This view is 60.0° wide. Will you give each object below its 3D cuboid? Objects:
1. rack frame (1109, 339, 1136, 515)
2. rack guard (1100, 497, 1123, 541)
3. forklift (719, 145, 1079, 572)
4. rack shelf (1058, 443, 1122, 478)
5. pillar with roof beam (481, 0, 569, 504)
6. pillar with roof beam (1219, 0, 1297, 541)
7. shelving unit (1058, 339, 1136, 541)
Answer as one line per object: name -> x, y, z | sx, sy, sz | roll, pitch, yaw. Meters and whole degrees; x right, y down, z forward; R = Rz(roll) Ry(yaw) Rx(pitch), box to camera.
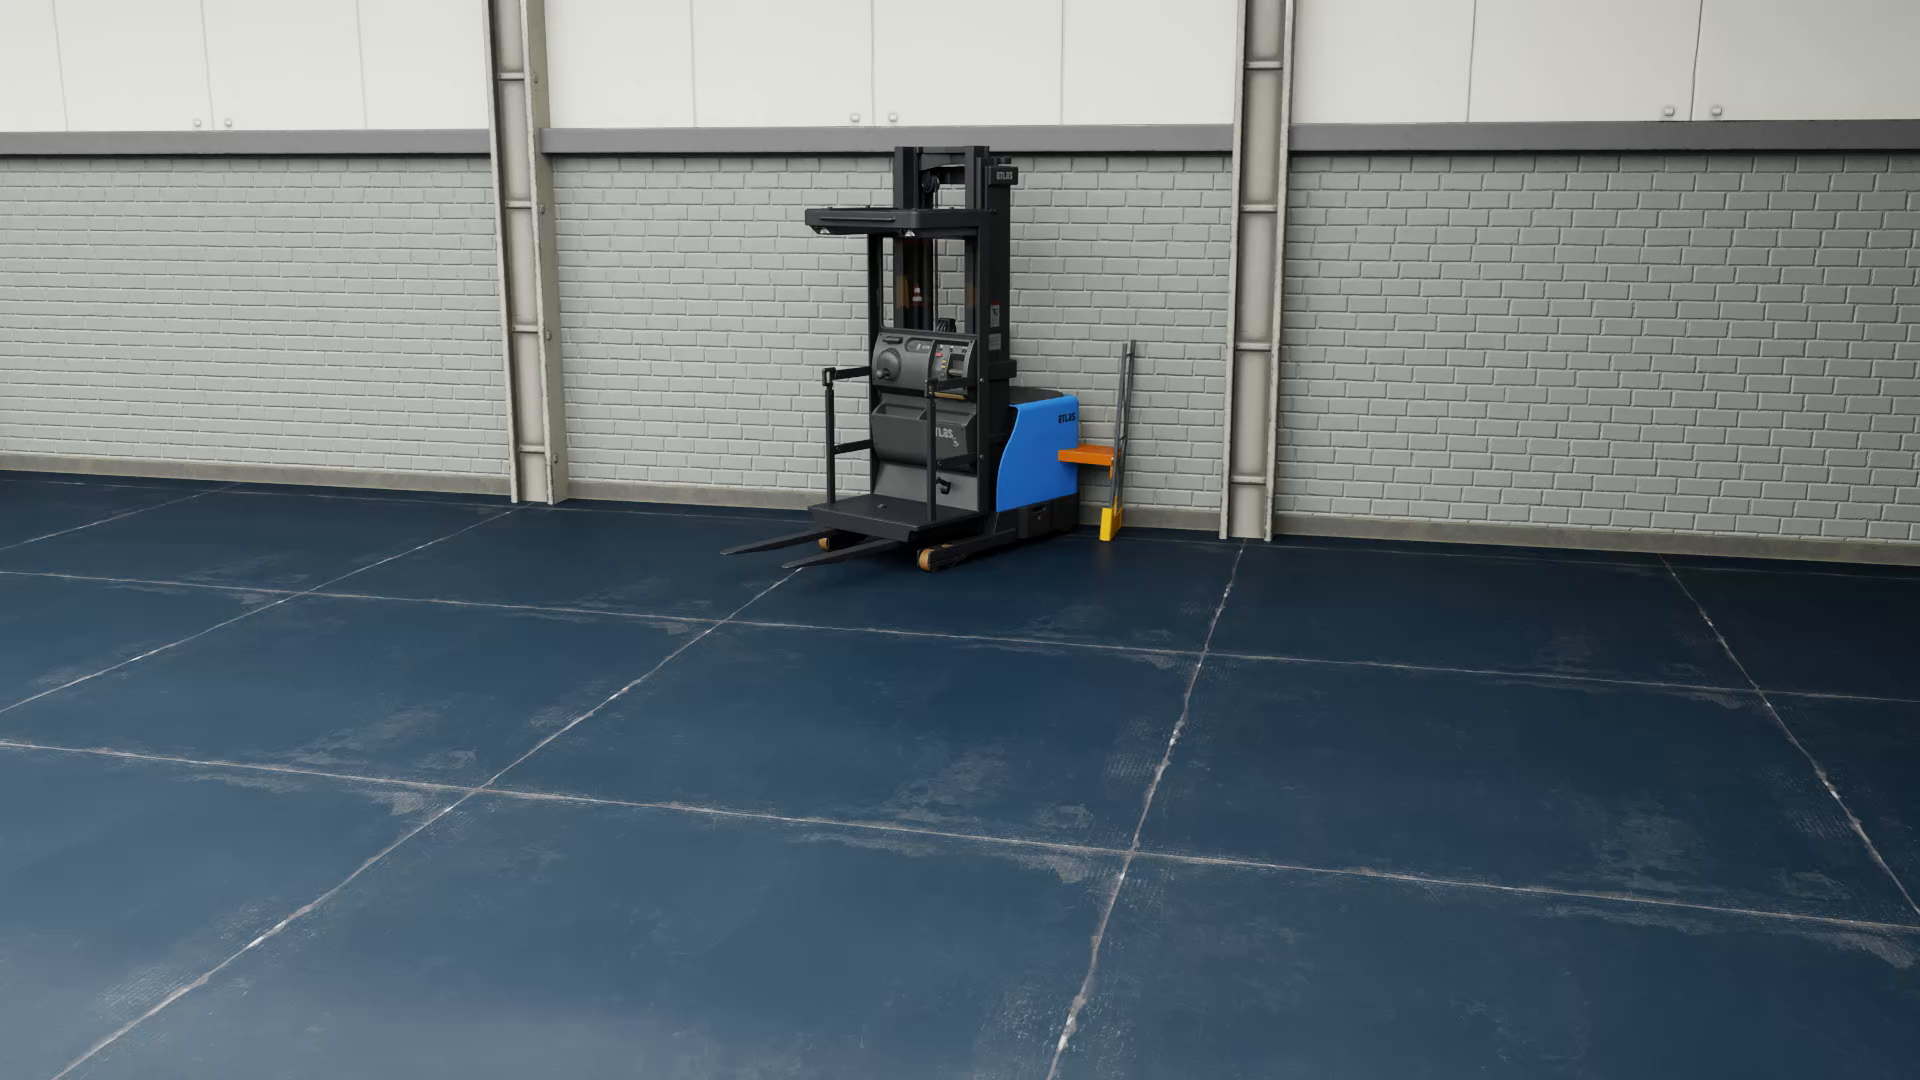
rack frame -> 1.239, -0.778, 12.801 | 0.032, 1.500, 0.500 | 6, 11, 13
rack guard -> 1.178, -0.168, 12.925 | 0.087, 0.250, 0.587 | 6, 11, 13
forklift -> -0.405, -1.328, 11.952 | 1.130, 2.935, 3.031 | 10, 16, 39
rack shelf -> 0.734, -0.657, 12.948 | 1.000, 0.185, 0.538 | 6, 11, 13
pillar with roof beam -> -4.634, -3.833, 9.233 | 0.400, 9.000, 9.100 | 3, 13, 14
pillar with roof beam -> 1.191, -3.521, 7.830 | 0.400, 9.000, 9.100 | 3, 13, 14
shelving unit -> 0.737, -0.834, 12.915 | 1.083, 1.500, 0.587 | 6, 11, 13
